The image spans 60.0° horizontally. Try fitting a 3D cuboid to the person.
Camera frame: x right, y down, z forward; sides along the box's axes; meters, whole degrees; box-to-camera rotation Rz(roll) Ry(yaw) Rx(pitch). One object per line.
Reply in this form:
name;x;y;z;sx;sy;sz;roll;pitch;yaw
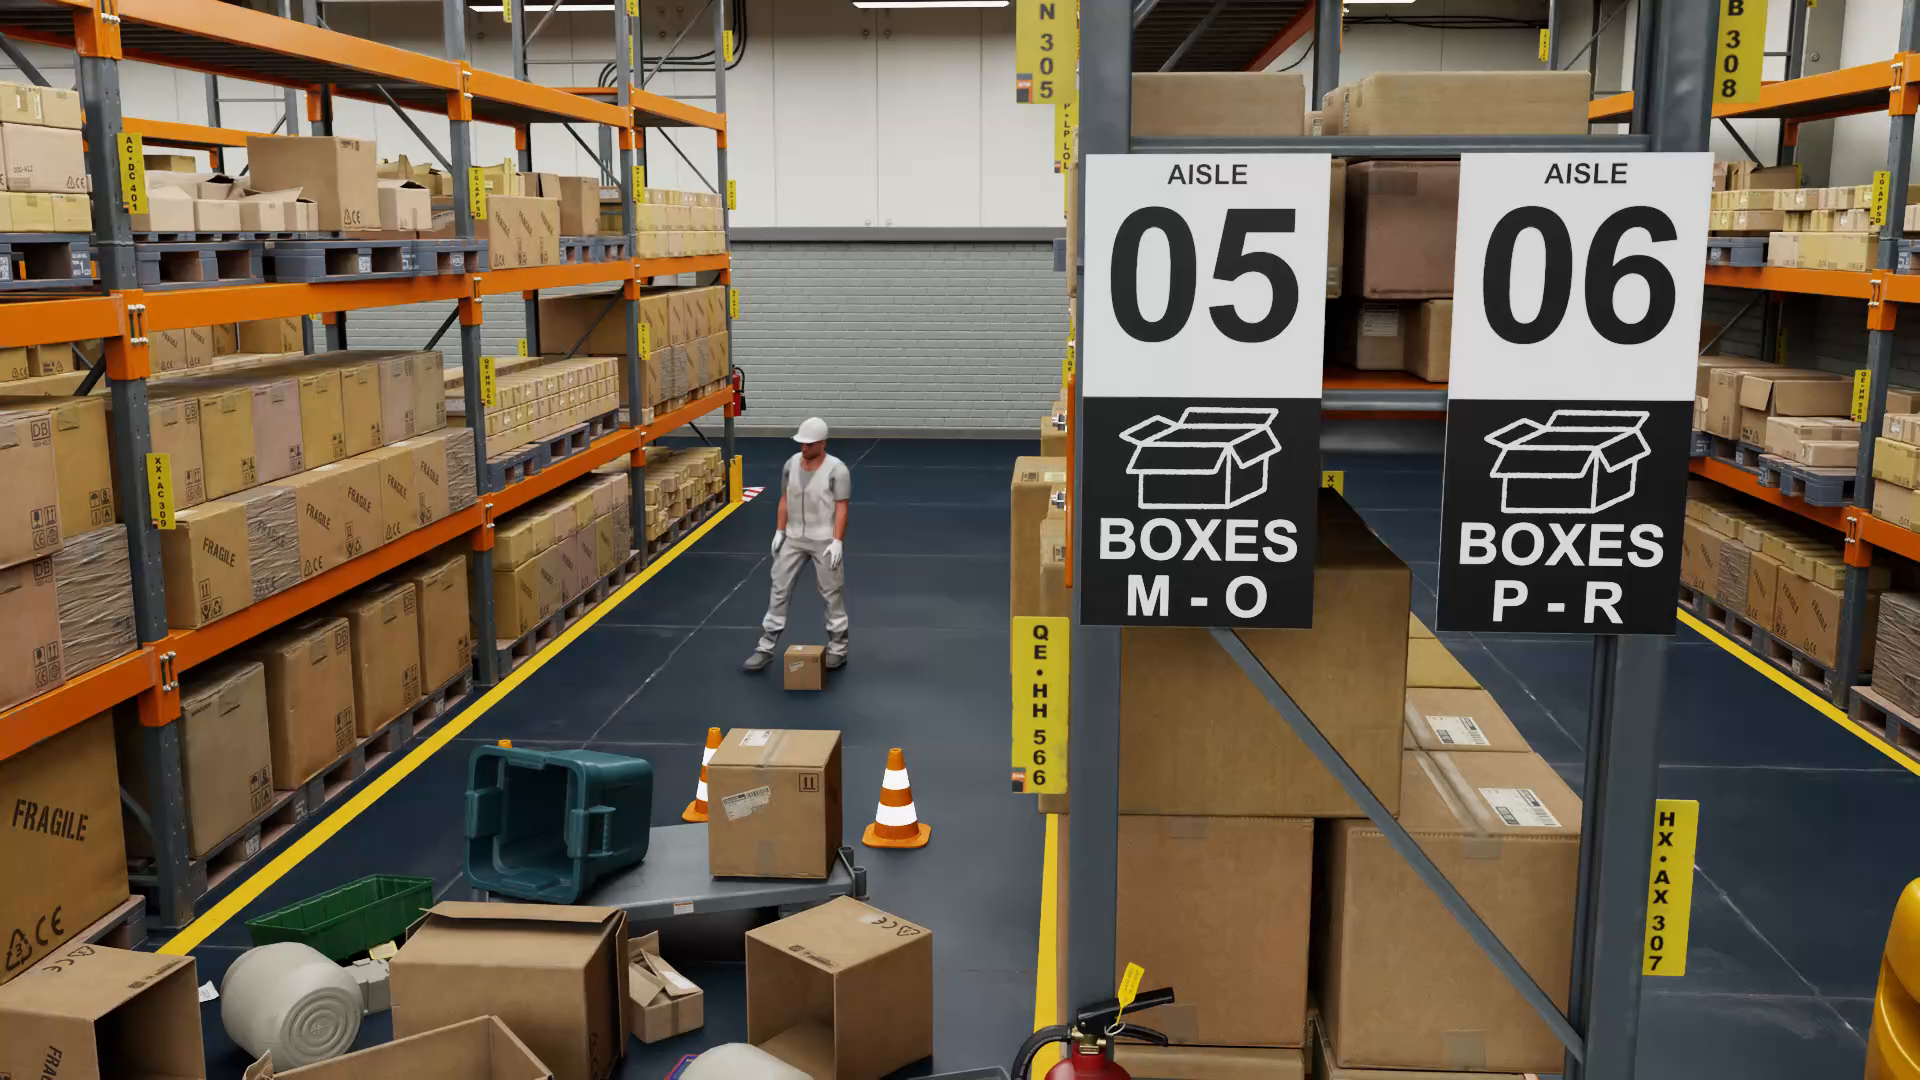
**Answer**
person;-14.828;1.363;4.682;21.024;1.748;23.708;4;11;21
